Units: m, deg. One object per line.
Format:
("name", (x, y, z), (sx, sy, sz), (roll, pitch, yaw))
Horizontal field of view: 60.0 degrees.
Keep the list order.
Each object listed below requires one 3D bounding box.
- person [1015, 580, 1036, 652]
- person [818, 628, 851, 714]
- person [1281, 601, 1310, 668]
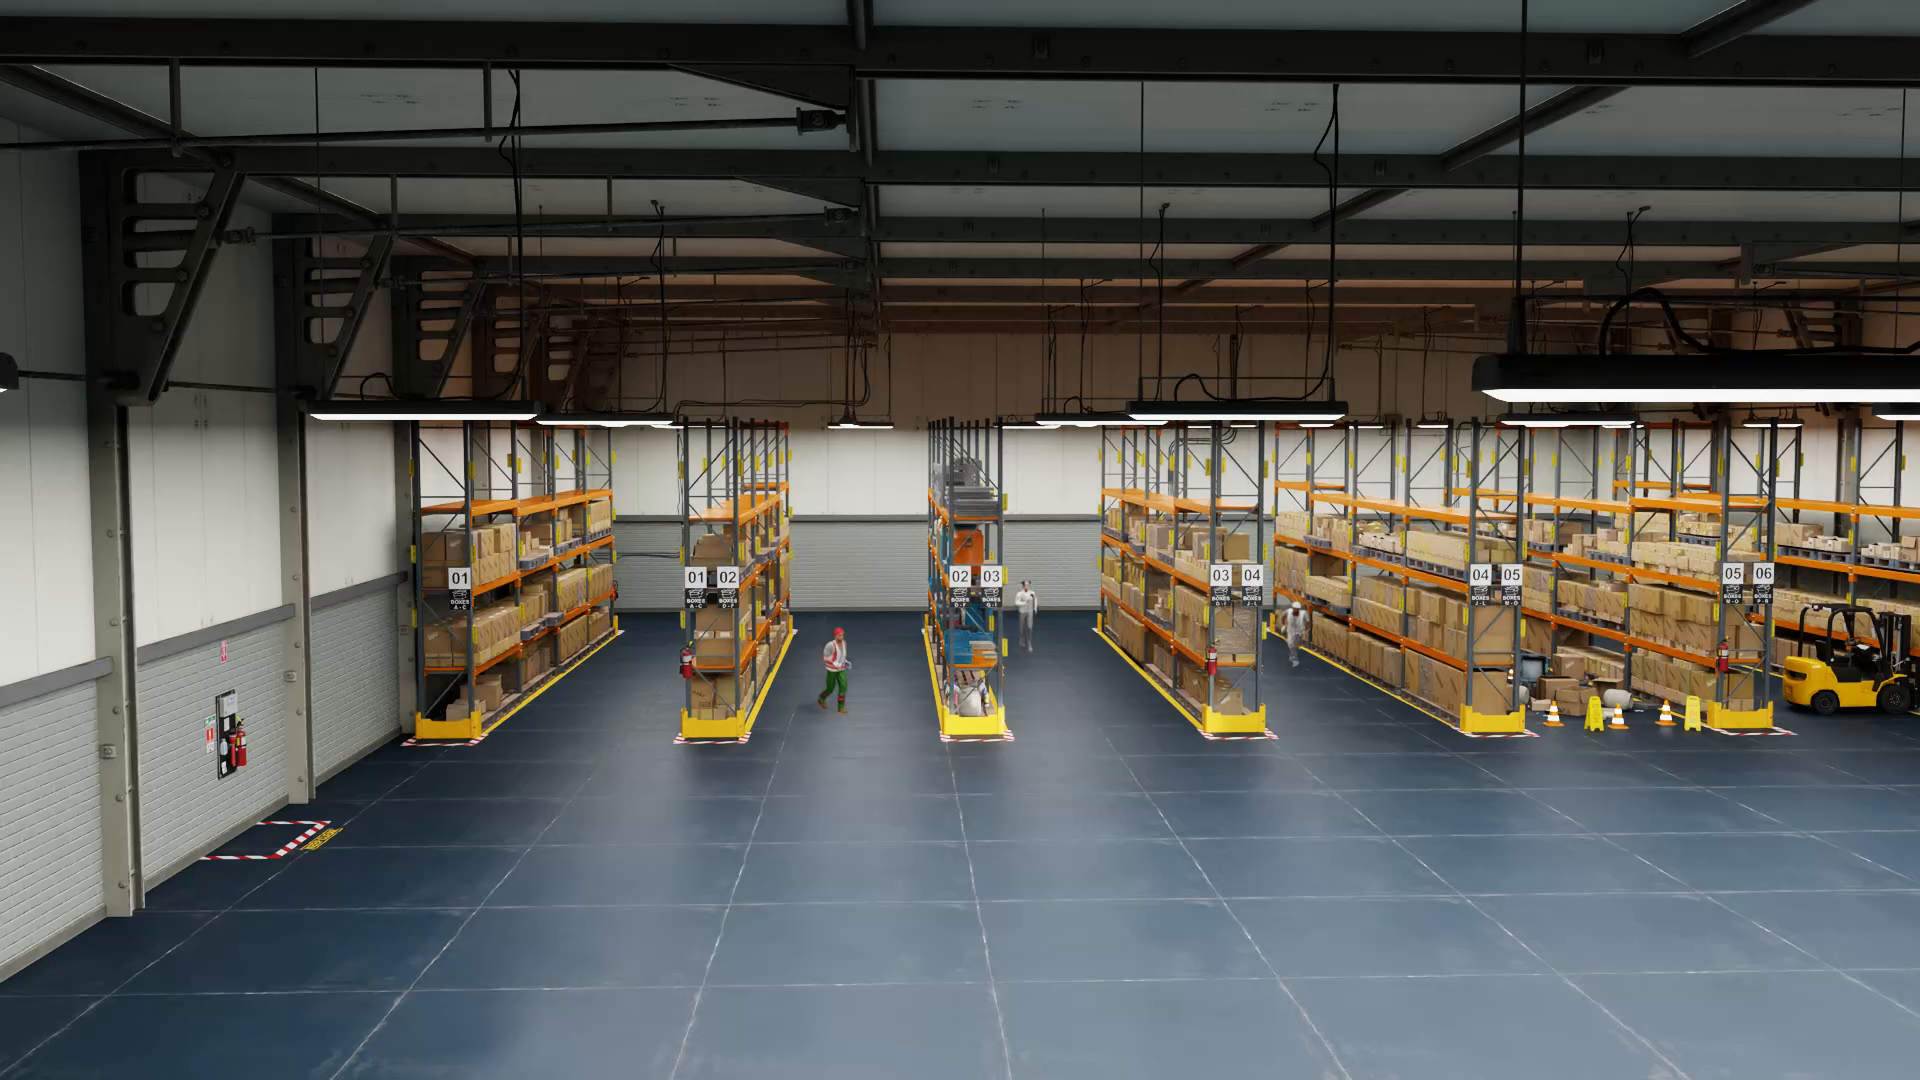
("person", (1.664, 1.885, 41.627), (0.593, 1.794, 0.789), (-1, 4, -9))
("person", (-2.570, 2.642, 33.834), (0.674, 1.751, 0.924), (-3, 5, -38))
("person", (8.202, 2.266, 40.645), (0.690, 1.619, 1.131), (1, 4, 10))
